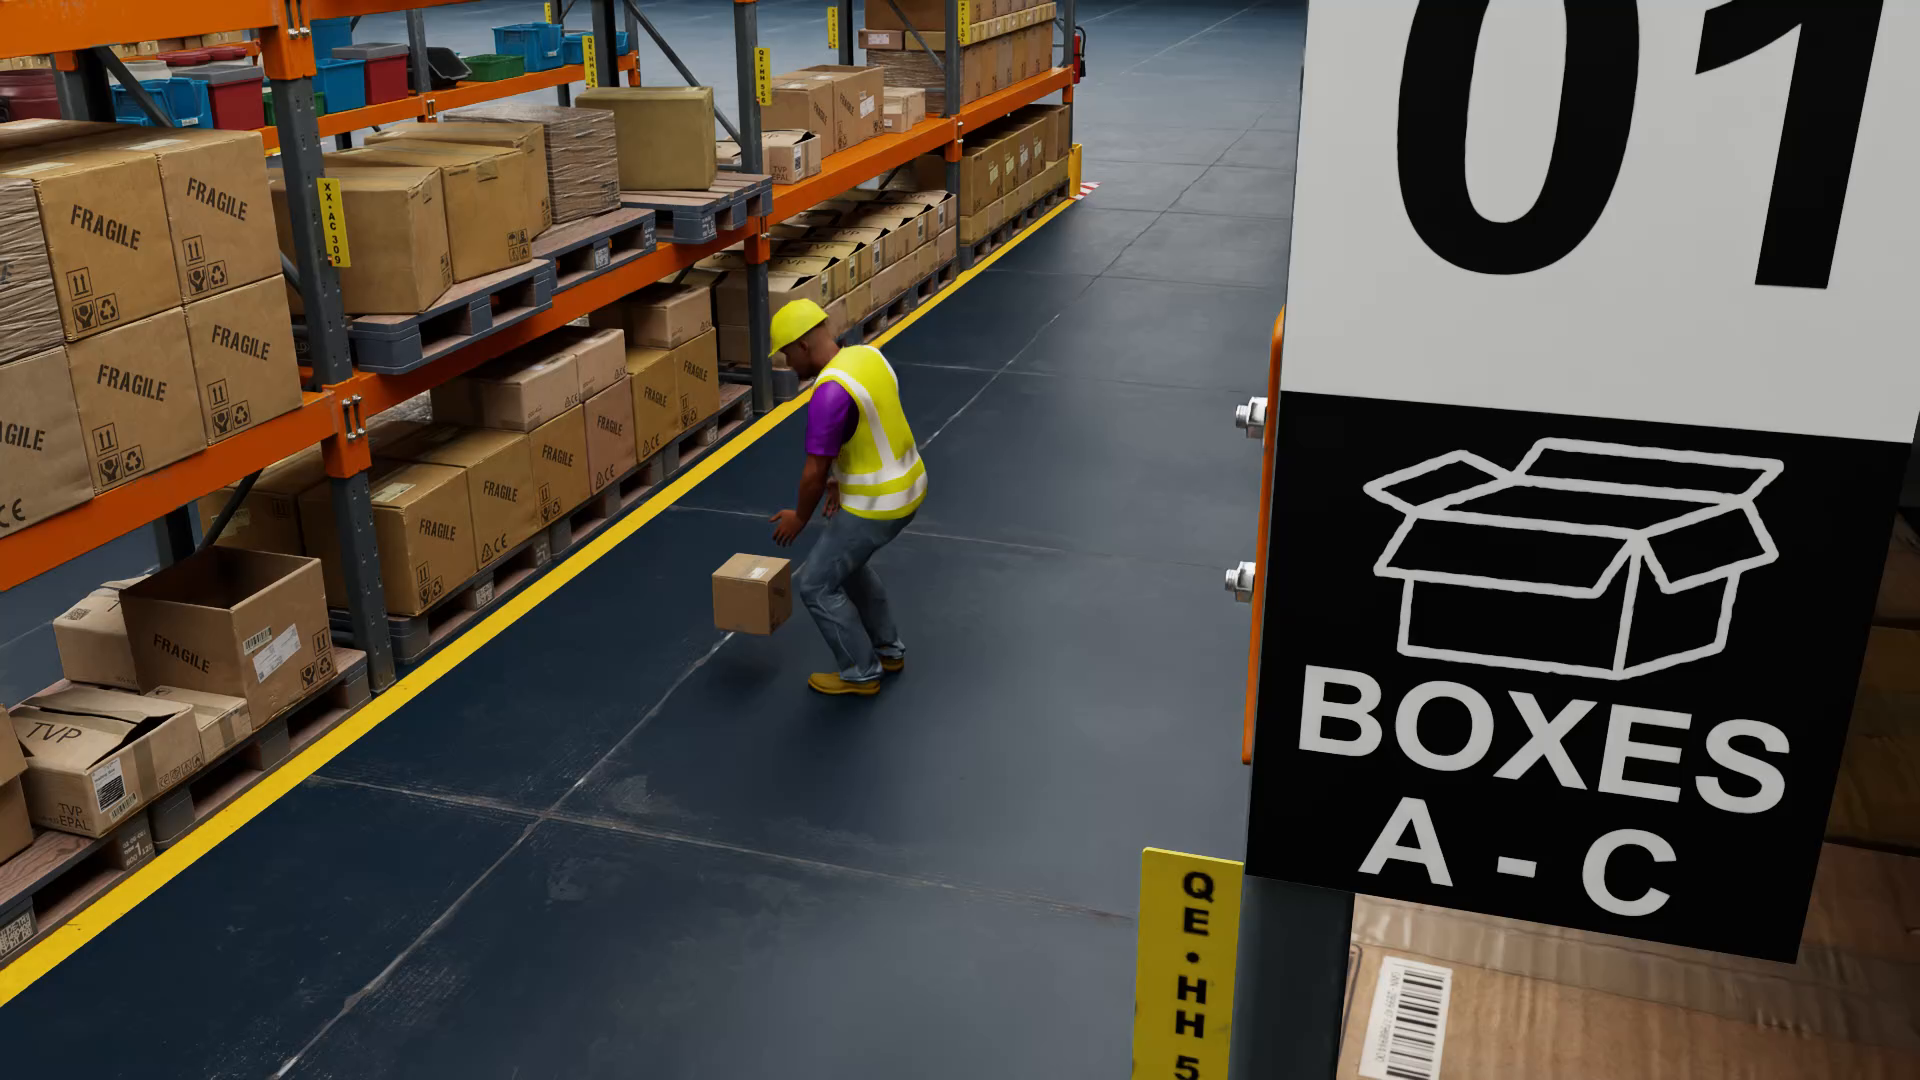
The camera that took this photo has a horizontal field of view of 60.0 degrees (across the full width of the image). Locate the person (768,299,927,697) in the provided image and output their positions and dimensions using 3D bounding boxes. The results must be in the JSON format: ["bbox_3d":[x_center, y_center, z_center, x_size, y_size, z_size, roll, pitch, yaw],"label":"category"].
[{"bbox_3d":[-0.455,-0.160,6.665,0.599,1.613,0.616,7,23,16],"label":"person"}]
